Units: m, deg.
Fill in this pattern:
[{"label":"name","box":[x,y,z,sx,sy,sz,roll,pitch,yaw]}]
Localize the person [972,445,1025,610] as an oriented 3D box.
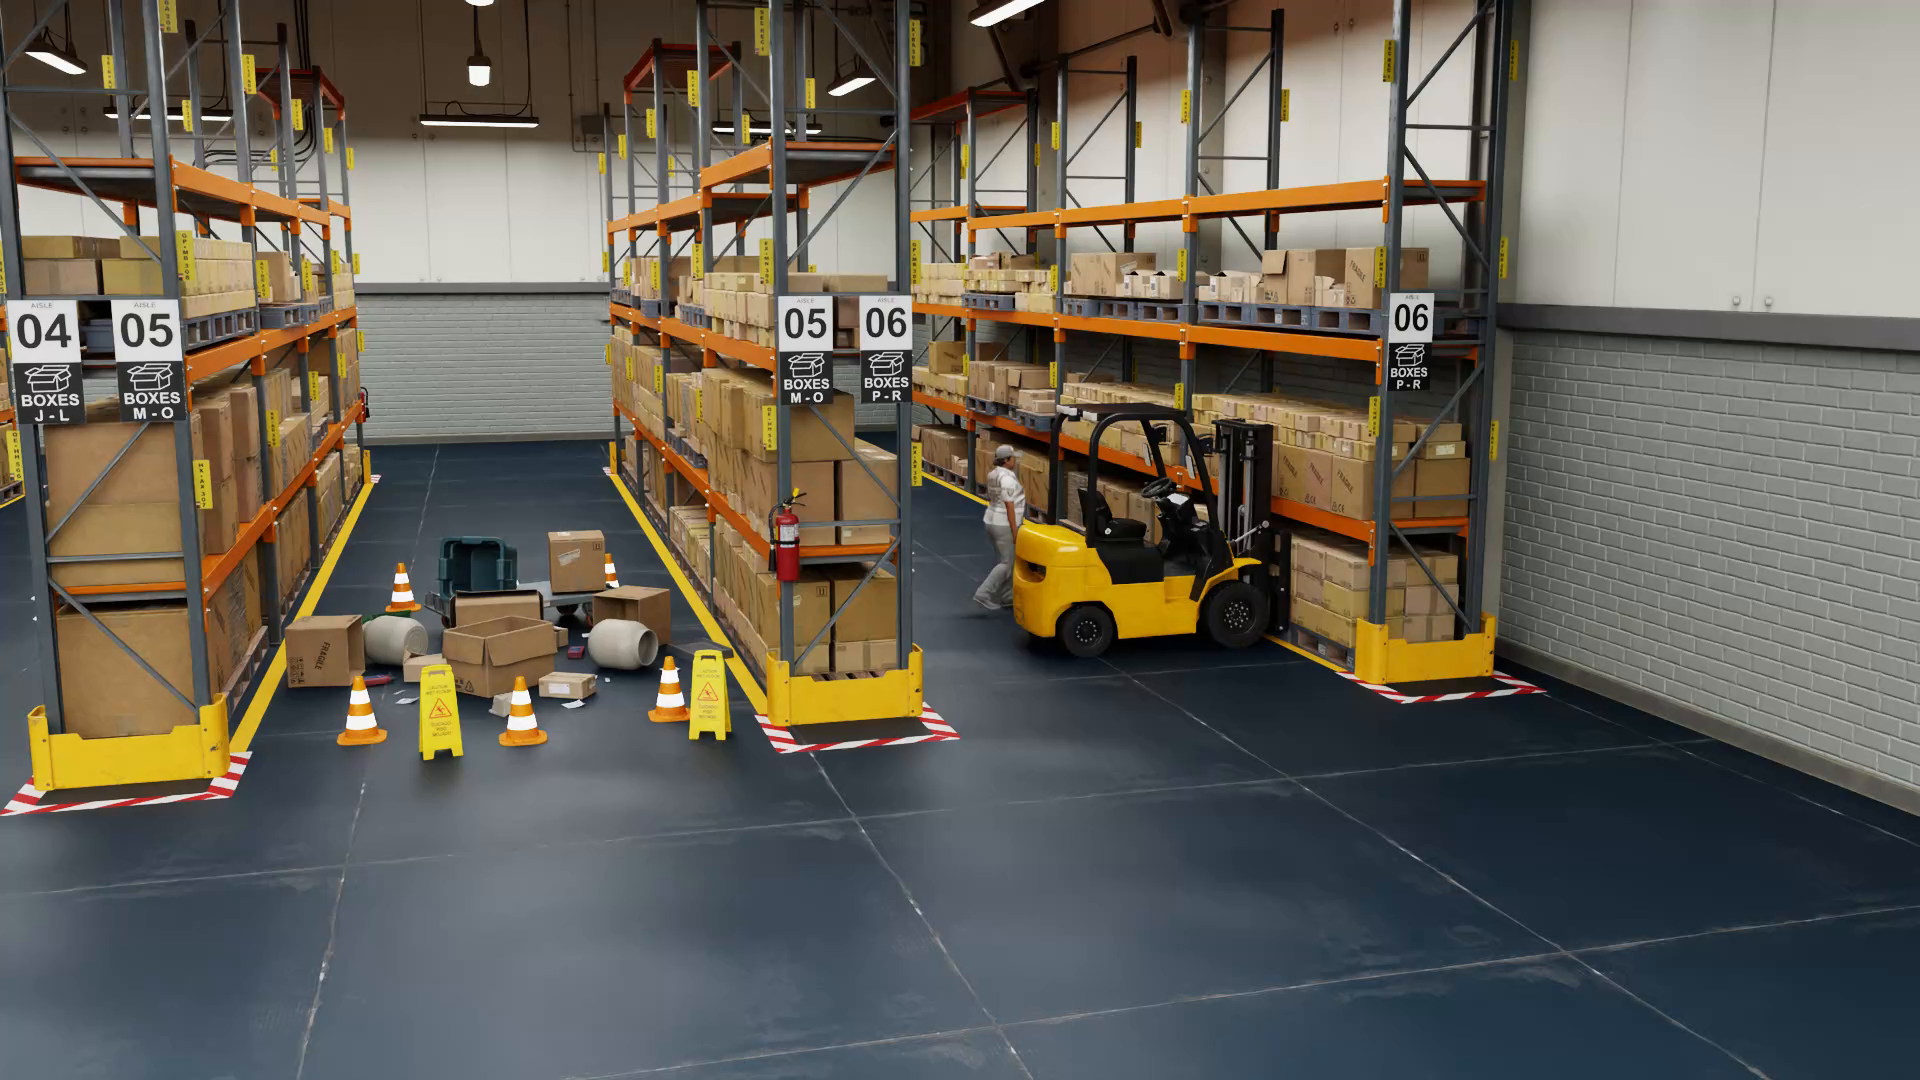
[{"label":"person","box":[0.409,-0.122,16.569,0.700,1.655,0.484,-3,10,-19]}]
